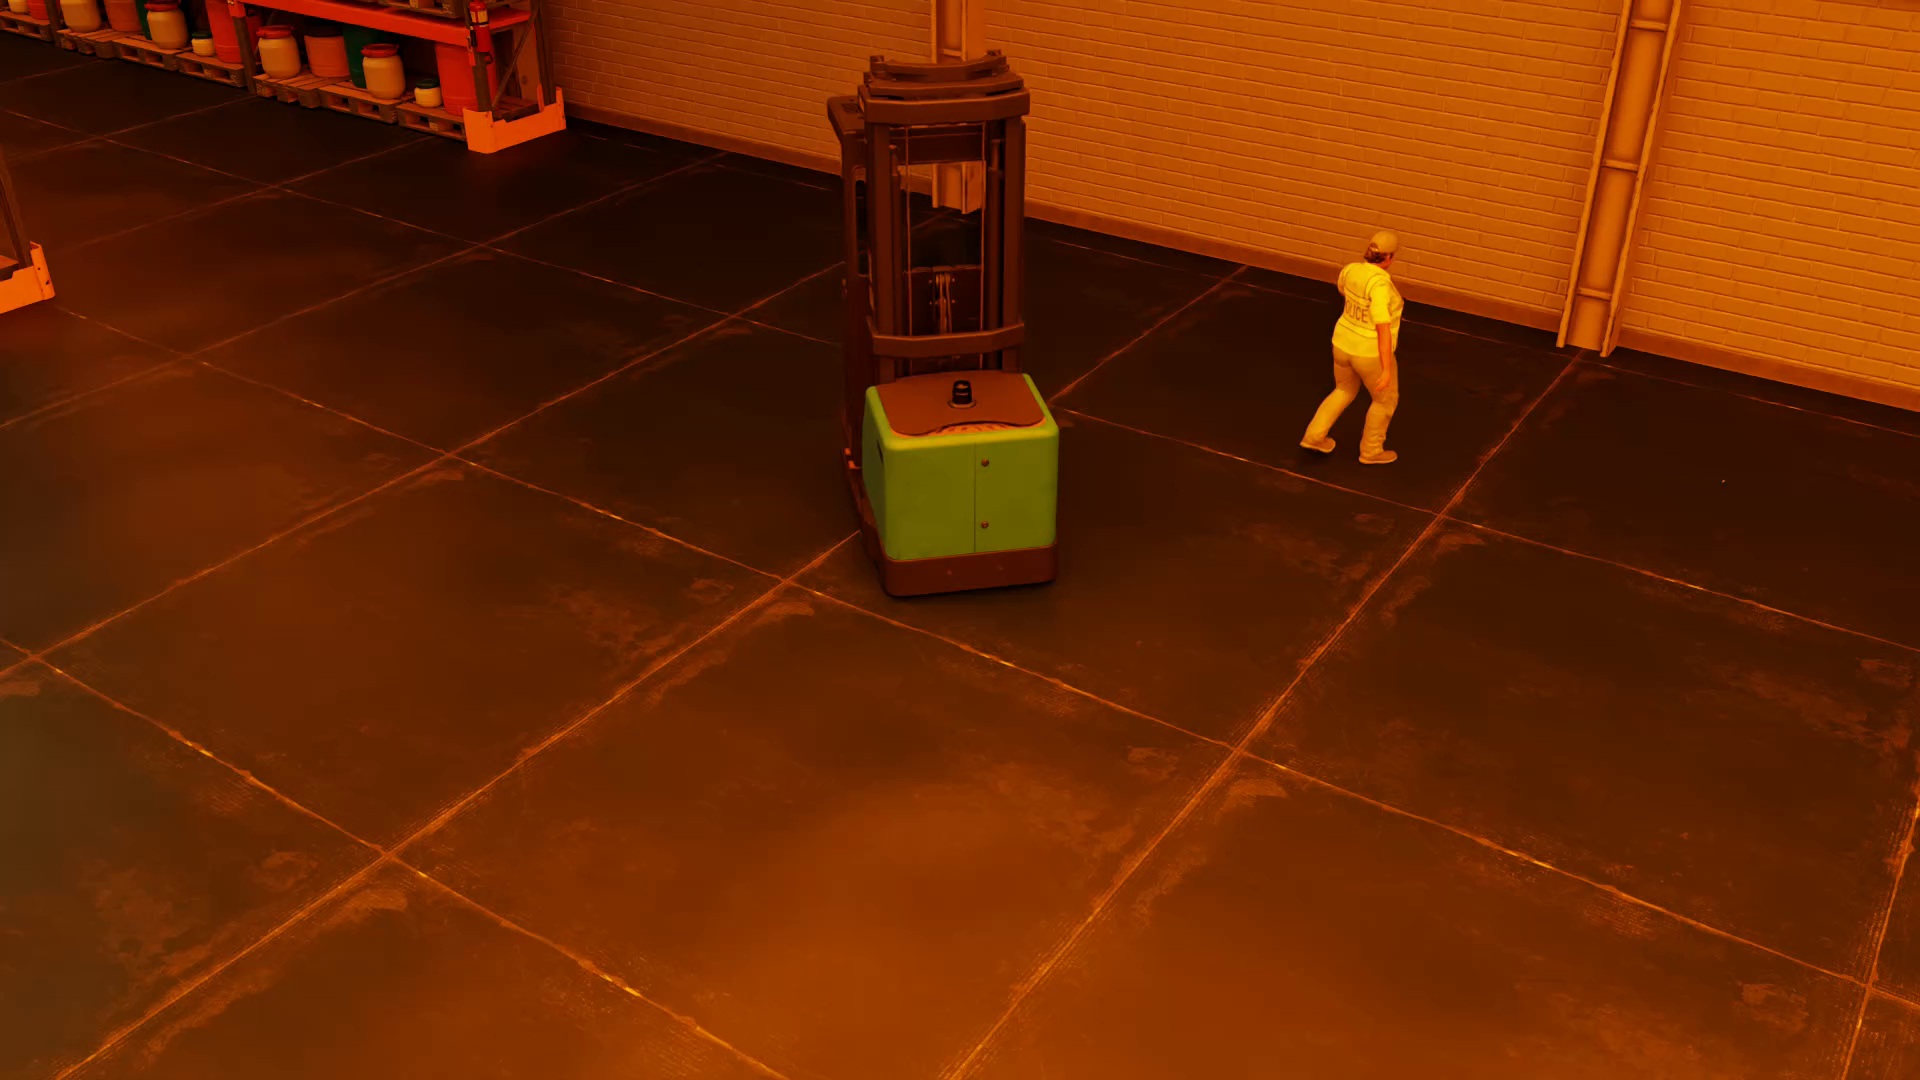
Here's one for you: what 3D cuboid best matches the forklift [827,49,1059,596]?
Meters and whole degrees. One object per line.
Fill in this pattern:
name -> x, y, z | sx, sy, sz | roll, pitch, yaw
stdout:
forklift -> -0.202, -1.660, 10.439 | 1.130, 2.935, 3.031 | -6, 31, -10

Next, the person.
person -> 2.706, -1.254, 11.038 | 0.675, 1.646, 0.829 | -14, 33, -23
